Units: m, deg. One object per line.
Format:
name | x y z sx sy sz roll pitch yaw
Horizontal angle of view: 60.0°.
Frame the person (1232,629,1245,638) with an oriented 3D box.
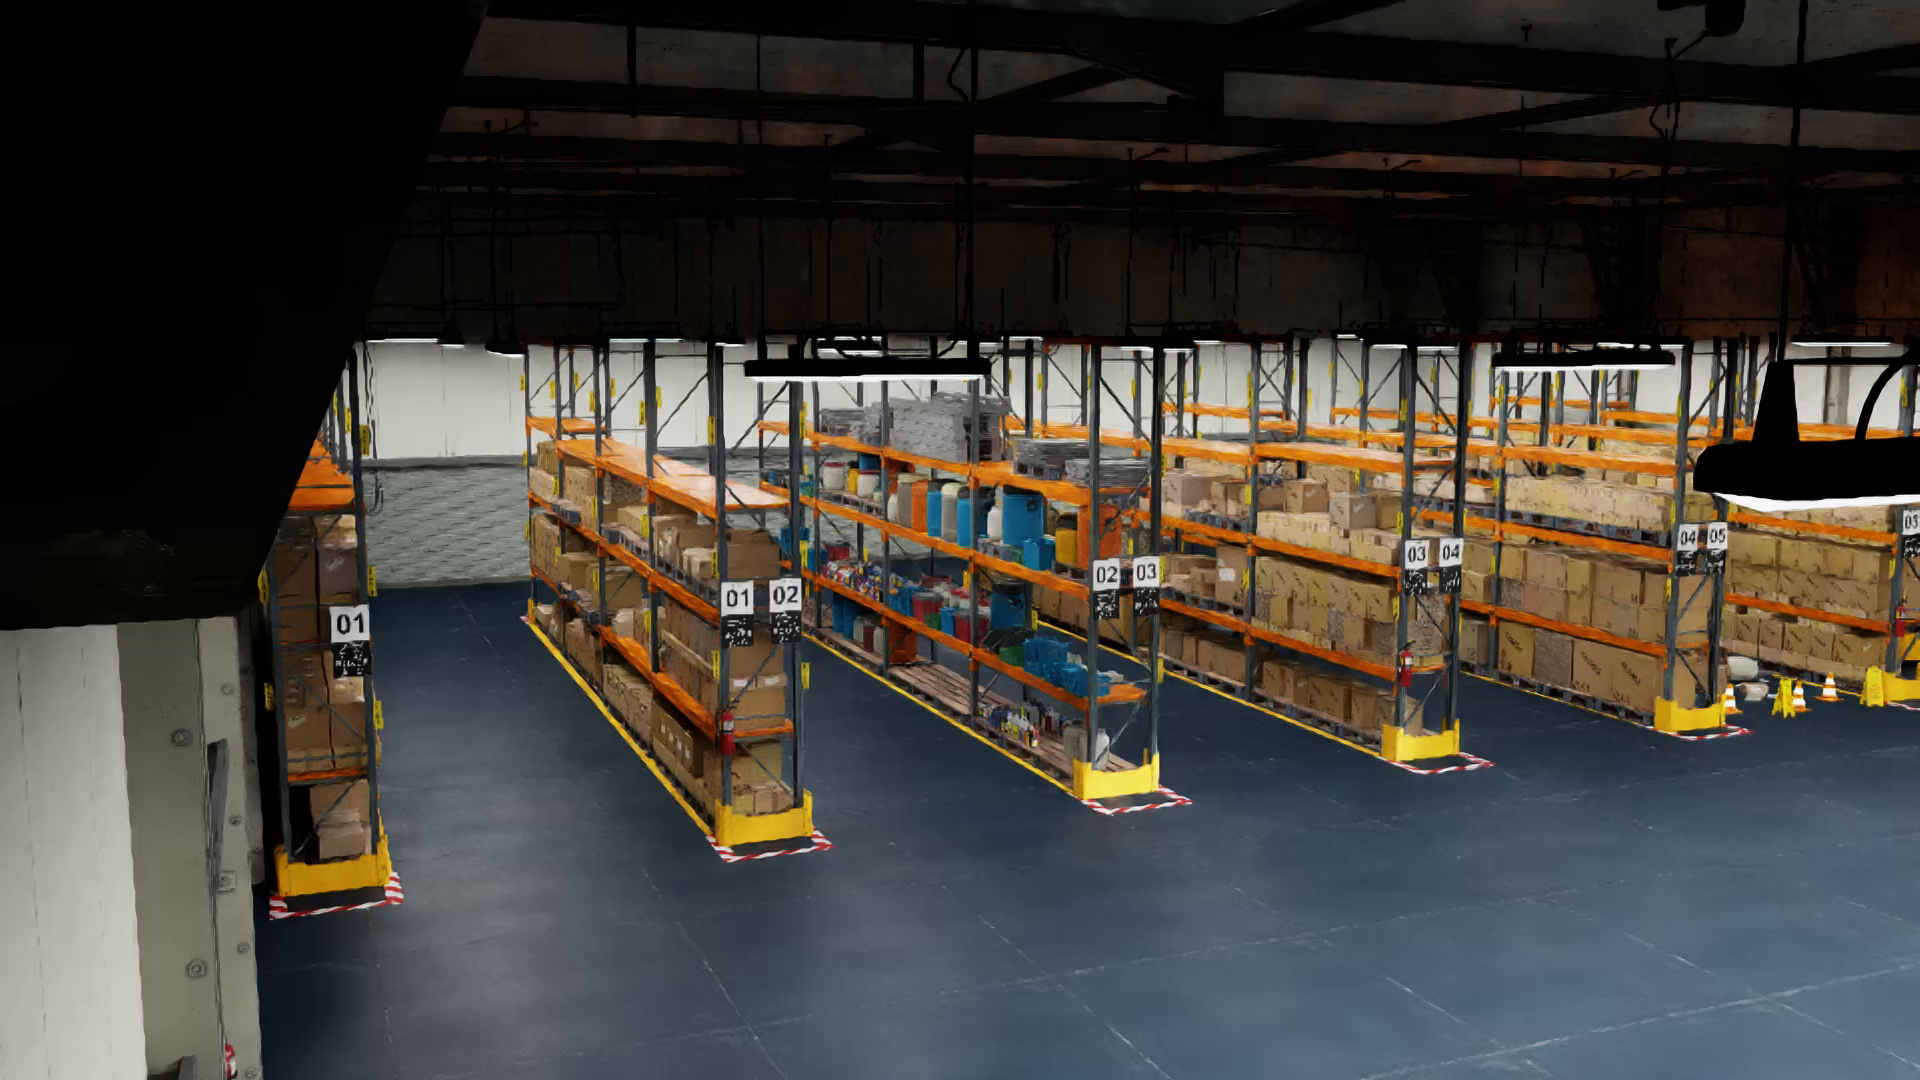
person | 5.365 1.331 31.405 0.441 1.655 0.553 -7 10 -43
